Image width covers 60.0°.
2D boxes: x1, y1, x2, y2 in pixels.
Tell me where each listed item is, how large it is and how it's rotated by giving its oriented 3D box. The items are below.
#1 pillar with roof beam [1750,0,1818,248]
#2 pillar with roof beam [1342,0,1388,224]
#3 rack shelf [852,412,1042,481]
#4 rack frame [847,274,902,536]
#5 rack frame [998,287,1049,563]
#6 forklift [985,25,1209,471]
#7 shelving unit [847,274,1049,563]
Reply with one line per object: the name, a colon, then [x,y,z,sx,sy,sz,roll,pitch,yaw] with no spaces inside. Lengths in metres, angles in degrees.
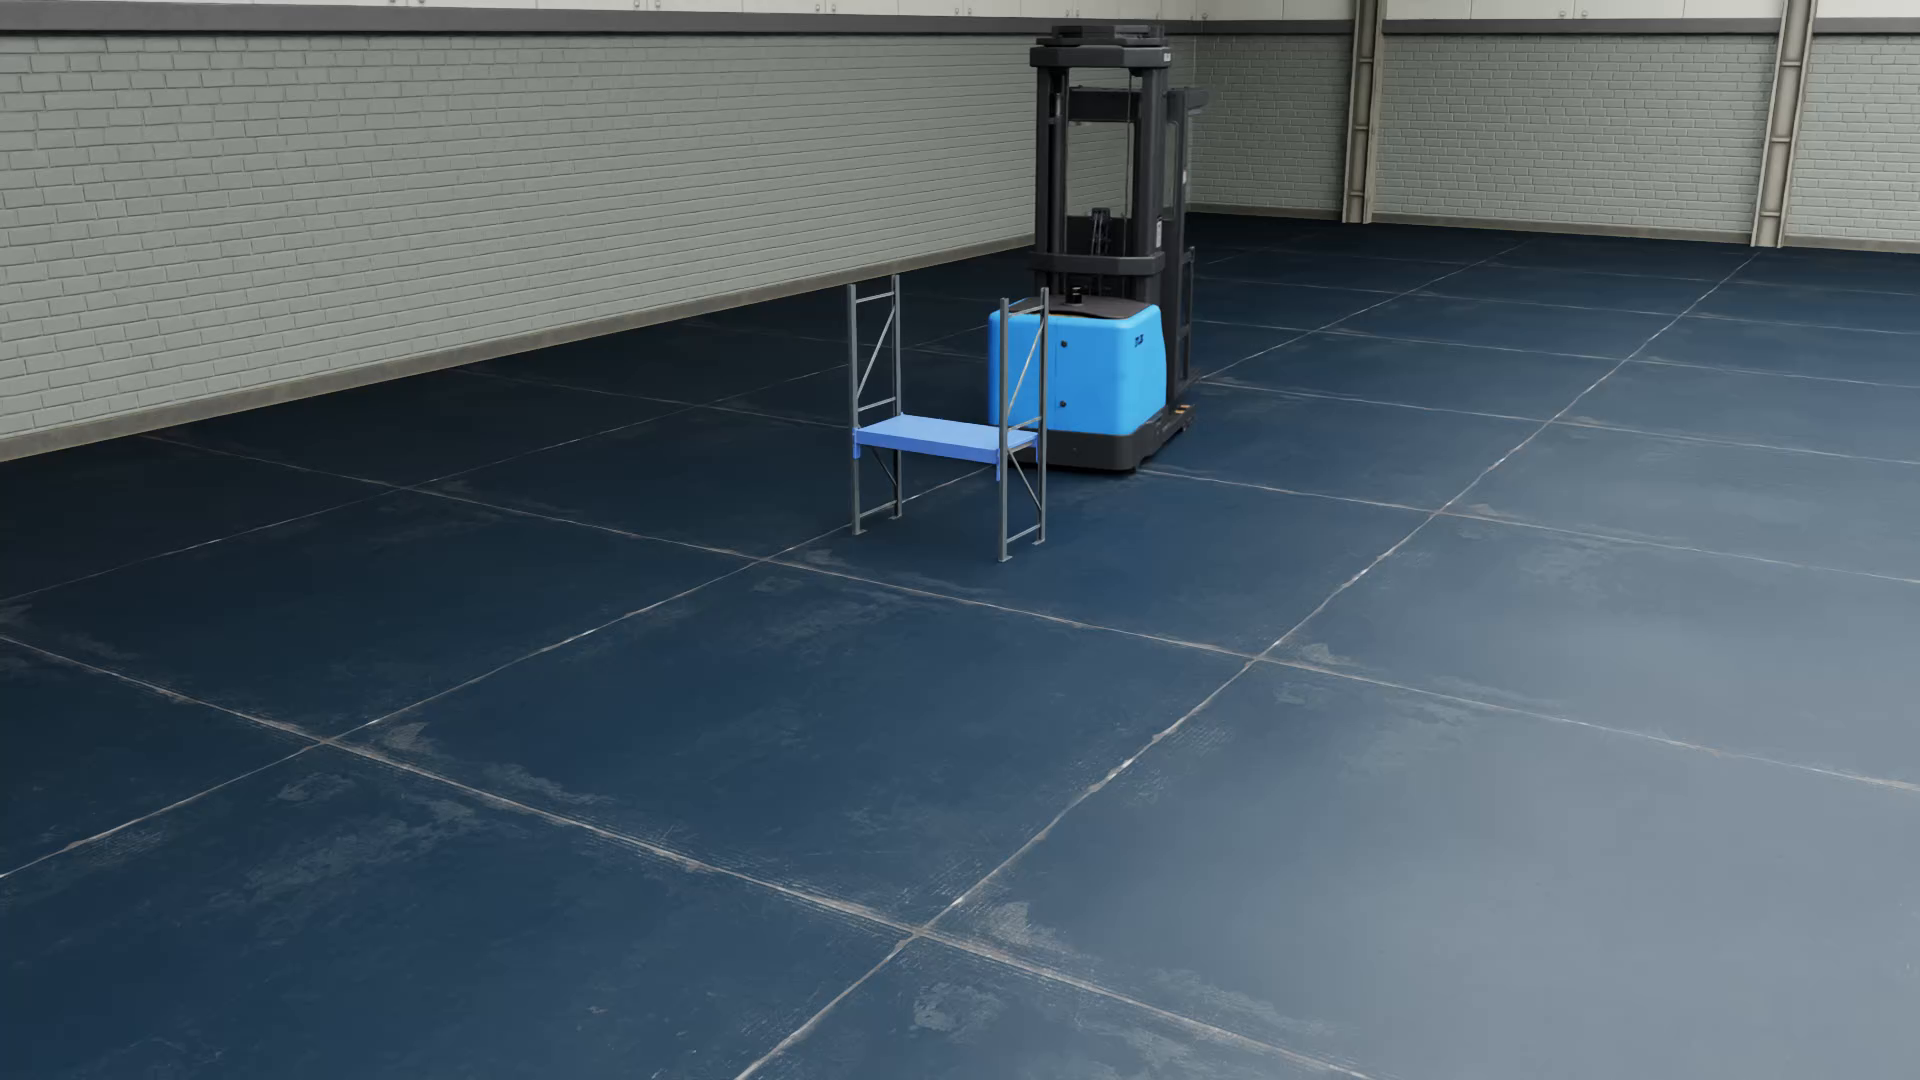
pillar with roof beam: [9.218,-7.420,18.826,0.400,9.000,9.100,10,20,30]
pillar with roof beam: [4.106,-8.333,21.830,0.400,9.000,9.100,10,20,30]
rack shelf: [-0.073,-0.558,9.758,1.000,0.185,0.538,10,20,30]
rack frame: [-0.506,-0.808,9.960,0.032,1.500,0.500,10,20,30]
rack frame: [0.360,-0.653,9.451,0.032,1.500,0.500,10,20,30]
forklift: [1.165,-2.257,12.270,1.130,2.935,3.031,6,18,20]
shelving unit: [-0.073,-0.731,9.706,1.048,1.500,0.538,10,20,30]
